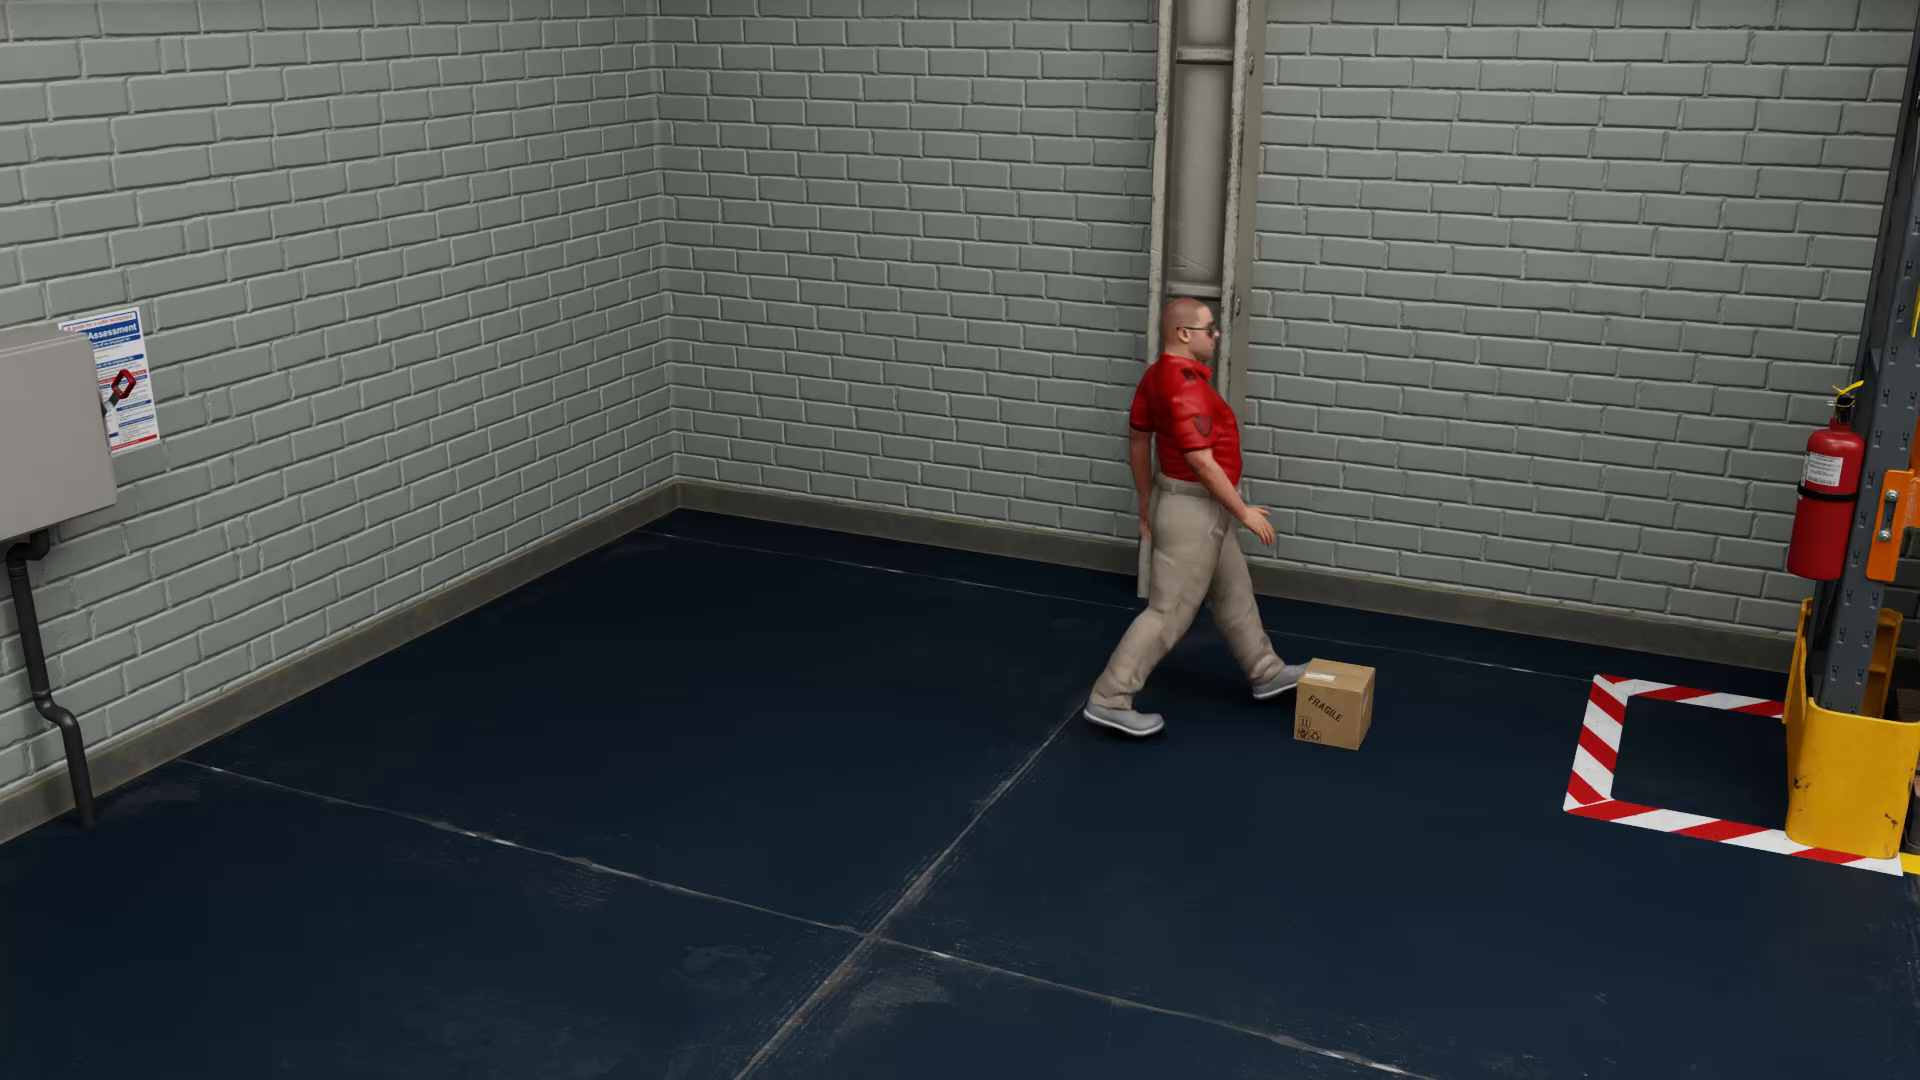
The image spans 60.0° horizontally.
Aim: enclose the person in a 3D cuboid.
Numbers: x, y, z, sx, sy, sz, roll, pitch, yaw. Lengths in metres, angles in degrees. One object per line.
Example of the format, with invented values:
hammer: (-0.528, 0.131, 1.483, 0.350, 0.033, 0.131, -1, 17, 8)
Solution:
person: (0.992, -0.105, 6.446, 1.046, 1.666, 0.625, -1, 19, -2)
